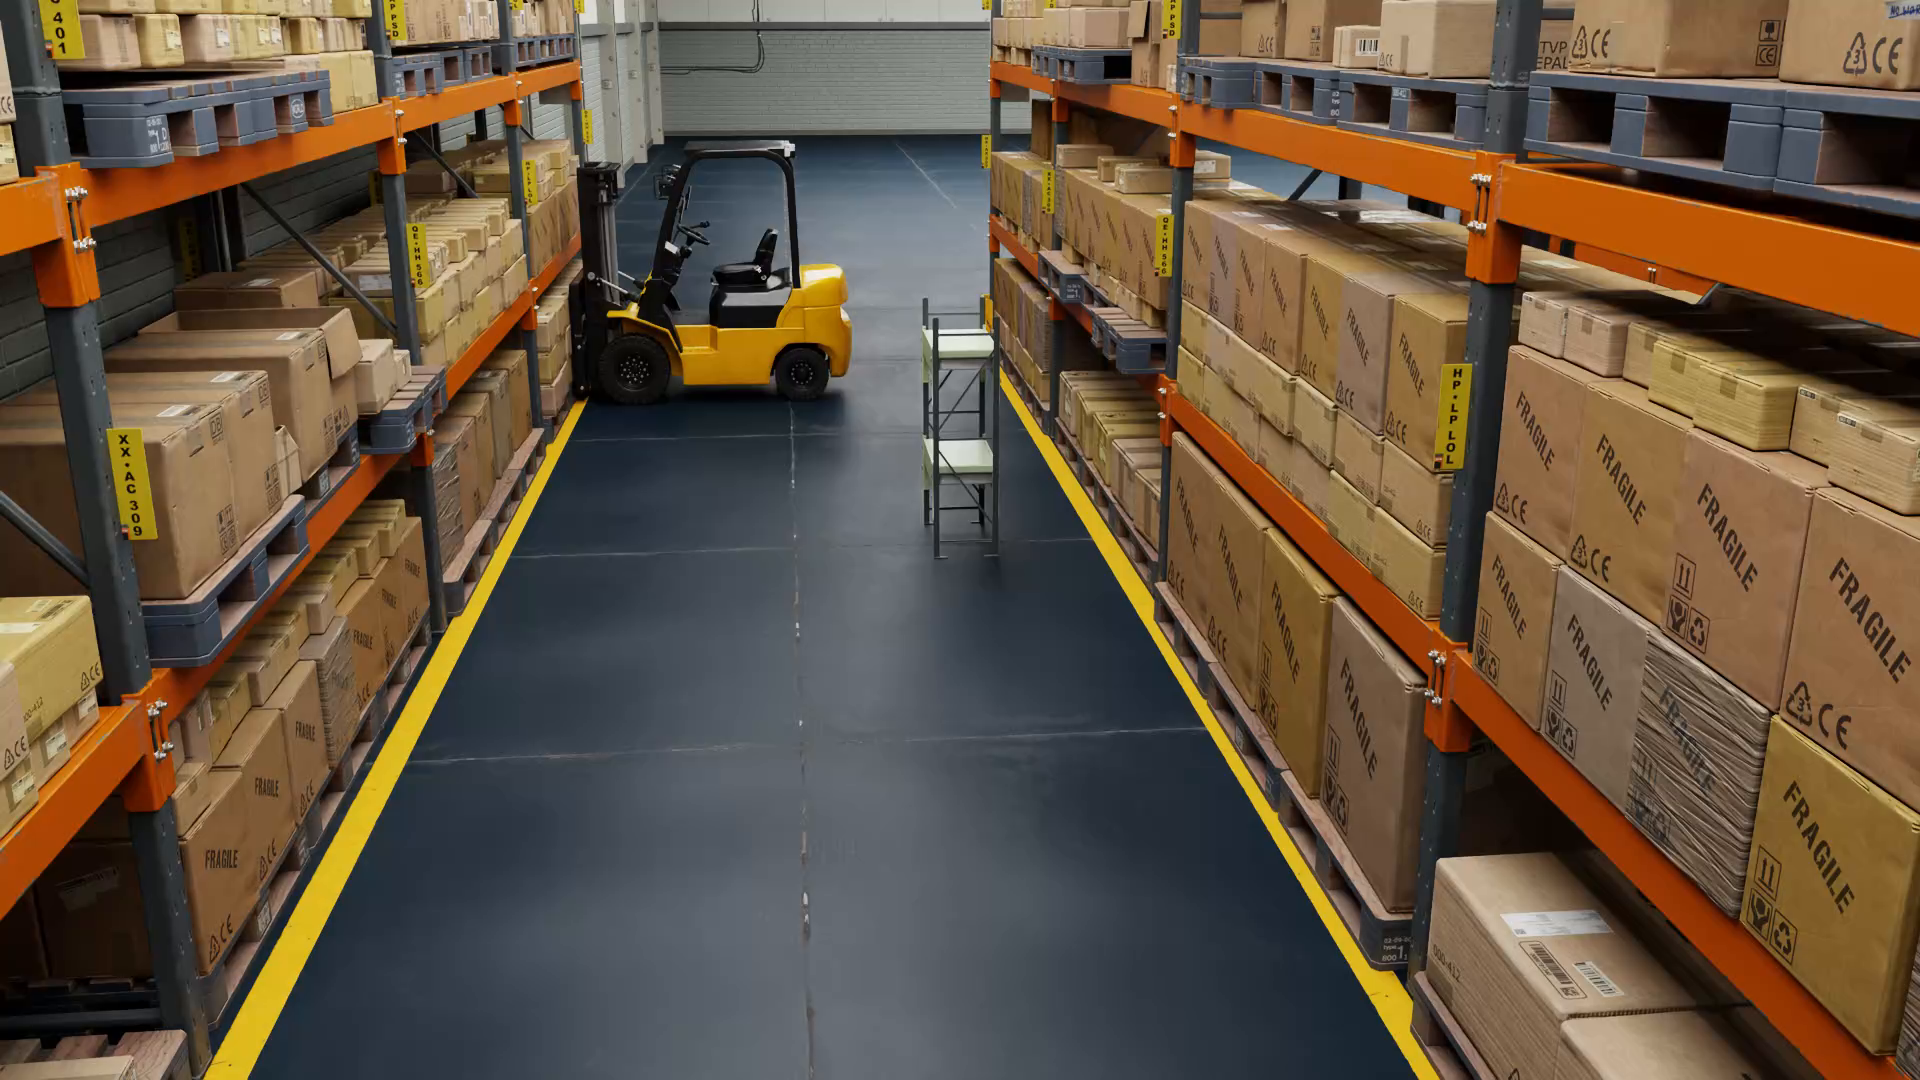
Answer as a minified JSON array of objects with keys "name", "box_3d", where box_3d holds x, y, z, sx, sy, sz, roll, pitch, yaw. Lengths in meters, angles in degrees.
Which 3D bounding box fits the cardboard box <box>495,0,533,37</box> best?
[{"name":"cardboard box","box_3d":[-3.563,-4.001,12.685,0.500,0.311,0.500,-1,17,-5]}]

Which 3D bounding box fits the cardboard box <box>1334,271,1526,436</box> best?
[{"name":"cardboard box","box_3d":[1.686,-0.684,6.011,0.500,0.500,0.500,-1,17,-5]}]

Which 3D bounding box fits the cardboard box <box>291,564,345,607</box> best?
[{"name":"cardboard box","box_3d":[-2.954,0.220,7.358,0.380,0.149,0.250,-2,18,-6]}]

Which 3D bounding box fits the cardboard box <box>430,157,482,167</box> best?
[{"name":"cardboard box","box_3d":[-4.153,-3.076,13.721,0.380,0.149,0.250,-2,18,-6]}]

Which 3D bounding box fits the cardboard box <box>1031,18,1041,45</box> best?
[{"name":"cardboard box","box_3d":[0.851,-4.038,13.278,0.500,0.250,0.500,-2,18,-7]}]

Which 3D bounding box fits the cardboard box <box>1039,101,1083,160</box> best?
[{"name":"cardboard box","box_3d":[1.119,-3.825,15.520,0.700,0.500,0.500,-2,18,-5]}]

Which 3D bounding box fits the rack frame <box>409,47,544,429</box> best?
[{"name":"rack frame","box_3d":[-3.720,-2.109,12.386,1.000,3.000,0.127,-2,18,-6]}]

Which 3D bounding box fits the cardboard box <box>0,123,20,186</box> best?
[{"name":"cardboard box","box_3d":[-2.564,-0.938,4.070,0.380,0.149,0.250,-2,18,-6]}]

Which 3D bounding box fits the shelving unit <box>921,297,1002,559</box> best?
[{"name":"shelving unit","box_3d":[-0.001,-0.718,10.459,0.431,1.500,0.755,-2,18,-6]}]

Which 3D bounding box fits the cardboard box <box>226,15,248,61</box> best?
[{"name":"cardboard box","box_3d":[-2.637,-1.690,5.596,0.380,0.149,0.250,-2,18,-6]}]

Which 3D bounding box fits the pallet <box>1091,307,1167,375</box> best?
[{"name":"pallet","box_3d":[1.450,-1.189,9.776,1.213,0.211,1.003,-2,18,-6]}]

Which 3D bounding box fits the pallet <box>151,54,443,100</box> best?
[{"name":"pallet","box_3d":[-3.466,-2.457,8.804,1.213,0.211,1.003,-1,17,-3]}]

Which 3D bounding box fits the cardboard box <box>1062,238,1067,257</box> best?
[{"name":"cardboard box","box_3d":[0.960,-2.169,12.297,0.380,0.149,0.250,-2,17,-5]}]

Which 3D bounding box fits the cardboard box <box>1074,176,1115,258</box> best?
[{"name":"cardboard box","box_3d":[1.070,-2.208,11.336,0.500,0.500,0.500,-2,18,-6]}]

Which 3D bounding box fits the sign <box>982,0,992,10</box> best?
[{"name":"sign","box_3d":[0.265,-5.286,16.040,0.100,0.325,0.005,-2,18,-6]}]

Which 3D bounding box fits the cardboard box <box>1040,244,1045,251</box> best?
[{"name":"cardboard box","box_3d":[0.848,-2.304,13.426,0.380,0.149,0.250,-1,17,-4]}]

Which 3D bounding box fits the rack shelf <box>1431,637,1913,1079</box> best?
[{"name":"rack shelf","box_3d":[2.249,1.060,3.495,1.077,0.370,4.000,-2,18,-6]}]

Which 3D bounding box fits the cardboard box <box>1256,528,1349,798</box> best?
[{"name":"cardboard box","box_3d":[1.798,0.483,6.978,0.875,0.875,0.875,-1,17,-4]}]

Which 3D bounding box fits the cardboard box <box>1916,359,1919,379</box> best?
[{"name":"cardboard box","box_3d":[2.431,-0.327,3.792,0.380,0.149,0.250,-2,18,-6]}]

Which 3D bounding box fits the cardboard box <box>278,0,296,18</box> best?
[{"name":"cardboard box","box_3d":[-2.844,-2.129,6.530,0.380,0.149,0.250,-2,18,-5]}]

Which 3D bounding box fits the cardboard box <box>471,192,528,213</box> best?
[{"name":"cardboard box","box_3d":[-3.491,-2.569,12.602,0.380,0.149,0.250,-2,18,-7]}]

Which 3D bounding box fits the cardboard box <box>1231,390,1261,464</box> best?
[{"name":"cardboard box","box_3d":[1.549,-0.537,7.631,0.500,0.250,0.500,-1,17,-4]}]

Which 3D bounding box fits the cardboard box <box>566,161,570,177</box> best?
[{"name":"cardboard box","box_3d":[-3.796,-3.408,15.276,0.380,0.149,0.250,-1,17,-5]}]

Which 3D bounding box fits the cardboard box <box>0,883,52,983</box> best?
[{"name":"cardboard box","box_3d":[-3.239,1.130,5.542,0.500,0.500,0.500,-2,18,-6]}]

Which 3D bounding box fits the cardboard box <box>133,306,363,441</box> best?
[{"name":"cardboard box","box_3d":[-2.955,-0.686,6.980,0.797,0.503,0.637,-2,18,-7]}]

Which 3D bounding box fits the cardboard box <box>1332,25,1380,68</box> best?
[{"name":"cardboard box","box_3d":[1.698,-1.958,6.588,0.380,0.166,0.250,0,17,-1]}]

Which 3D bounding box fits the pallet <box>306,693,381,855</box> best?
[{"name":"pallet","box_3d":[-3.145,1.000,7.140,1.003,0.211,1.213,-2,18,-6]}]

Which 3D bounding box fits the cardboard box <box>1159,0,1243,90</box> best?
[{"name":"cardboard box","box_3d":[1.542,-2.833,9.518,0.700,0.500,0.500,-2,18,-6]}]

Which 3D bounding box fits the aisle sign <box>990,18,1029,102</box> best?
[{"name":"aisle sign","box_3d":[0.490,-4.704,16.313,0.394,0.787,0.004,-2,18,-6]}]

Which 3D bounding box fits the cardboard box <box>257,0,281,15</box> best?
[{"name":"cardboard box","box_3d":[-2.706,-1.986,6.042,0.380,0.149,0.250,-2,18,-5]}]

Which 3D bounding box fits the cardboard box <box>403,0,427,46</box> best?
[{"name":"cardboard box","box_3d":[-3.139,-2.867,8.759,0.500,0.500,0.500,-2,18,-5]}]

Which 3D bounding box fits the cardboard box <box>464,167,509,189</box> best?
[{"name":"cardboard box","box_3d":[-3.592,-2.786,12.798,0.380,0.149,0.250,-2,17,-5]}]

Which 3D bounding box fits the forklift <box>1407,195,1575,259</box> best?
[{"name":"forklift","box_3d":[3.655,-1.740,11.325,1.130,2.935,3.031,12,21,33]}]

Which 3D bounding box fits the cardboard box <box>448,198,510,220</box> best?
[{"name":"cardboard box","box_3d":[-3.464,-2.371,11.971,0.380,0.149,0.250,-1,17,-4]}]

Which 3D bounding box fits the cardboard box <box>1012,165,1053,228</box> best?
[{"name":"cardboard box","box_3d":[0.748,-3.037,14.681,0.500,0.500,0.500,-2,18,-7]}]

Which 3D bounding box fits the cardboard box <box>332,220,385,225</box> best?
[{"name":"cardboard box","box_3d":[-3.818,-1.973,10.704,0.380,0.149,0.250,-2,18,-6]}]

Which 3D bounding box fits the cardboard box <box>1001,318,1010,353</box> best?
[{"name":"cardboard box","box_3d":[0.658,-1.942,15.745,0.500,0.250,0.500,-1,17,-4]}]

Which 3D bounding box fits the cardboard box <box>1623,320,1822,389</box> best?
[{"name":"cardboard box","box_3d":[1.927,-0.461,4.218,0.380,0.149,0.250,-2,18,-6]}]

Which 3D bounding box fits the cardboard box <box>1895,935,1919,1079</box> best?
[{"name":"cardboard box","box_3d":[2.042,0.826,2.871,0.500,0.500,0.500,-1,17,-4]}]

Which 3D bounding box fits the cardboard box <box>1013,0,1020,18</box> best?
[{"name":"cardboard box","box_3d":[0.663,-4.655,14.577,0.380,0.149,0.250,-1,17,-4]}]

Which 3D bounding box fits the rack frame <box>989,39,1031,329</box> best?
[{"name":"rack frame","box_3d":[0.805,-3.455,16.674,1.000,3.000,0.127,-2,18,-6]}]

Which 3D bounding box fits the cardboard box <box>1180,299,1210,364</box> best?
[{"name":"cardboard box","box_3d":[1.436,-1.080,8.524,0.500,0.250,0.500,-2,18,-6]}]

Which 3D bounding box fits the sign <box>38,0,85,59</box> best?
[{"name":"sign","box_3d":[-2.356,-1.422,4.328,0.100,0.325,0.005,-2,18,-6]}]

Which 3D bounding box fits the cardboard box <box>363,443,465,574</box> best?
[{"name":"cardboard box","box_3d":[-3.358,-0.170,9.476,0.875,0.625,0.625,-1,17,-4]}]

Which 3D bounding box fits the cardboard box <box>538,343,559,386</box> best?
[{"name":"cardboard box","box_3d":[-3.463,-1.389,13.149,0.500,0.250,0.500,-2,18,-6]}]

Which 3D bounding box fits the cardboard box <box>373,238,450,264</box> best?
[{"name":"cardboard box","box_3d":[-3.223,-1.685,9.786,0.380,0.149,0.250,-2,17,-5]}]

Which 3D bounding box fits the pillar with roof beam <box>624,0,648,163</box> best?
[{"name":"pillar with roof beam","box_3d":[-3.150,-13.211,37.733,9.100,9.000,0.400,-2,18,-6]}]

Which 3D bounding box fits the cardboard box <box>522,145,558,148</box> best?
[{"name":"cardboard box","box_3d":[-3.824,-3.473,14.986,0.380,0.149,0.250,-2,18,-5]}]

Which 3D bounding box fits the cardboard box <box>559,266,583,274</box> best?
[{"name":"cardboard box","box_3d":[-3.716,-2.386,15.491,0.500,0.250,0.500,-1,17,-5]}]

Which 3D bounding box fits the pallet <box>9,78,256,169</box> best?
[{"name":"pallet","box_3d":[-2.892,-1.263,4.998,1.213,0.211,1.003,-2,18,-6]}]

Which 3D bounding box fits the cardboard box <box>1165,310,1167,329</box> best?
[{"name":"cardboard box","box_3d":[1.362,-1.242,9.344,0.380,0.149,0.250,-1,17,-4]}]

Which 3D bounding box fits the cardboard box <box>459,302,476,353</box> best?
[{"name":"cardboard box","box_3d":[-3.217,-1.288,10.023,0.500,0.250,0.500,-2,18,-7]}]

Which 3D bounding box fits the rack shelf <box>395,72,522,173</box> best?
[{"name":"rack shelf","box_3d":[-3.513,-2.601,10.146,1.077,0.370,4.000,-2,18,-6]}]

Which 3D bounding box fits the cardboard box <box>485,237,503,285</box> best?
[{"name":"cardboard box","box_3d":[-3.308,-1.832,10.919,0.500,0.250,0.500,-1,17,-5]}]
